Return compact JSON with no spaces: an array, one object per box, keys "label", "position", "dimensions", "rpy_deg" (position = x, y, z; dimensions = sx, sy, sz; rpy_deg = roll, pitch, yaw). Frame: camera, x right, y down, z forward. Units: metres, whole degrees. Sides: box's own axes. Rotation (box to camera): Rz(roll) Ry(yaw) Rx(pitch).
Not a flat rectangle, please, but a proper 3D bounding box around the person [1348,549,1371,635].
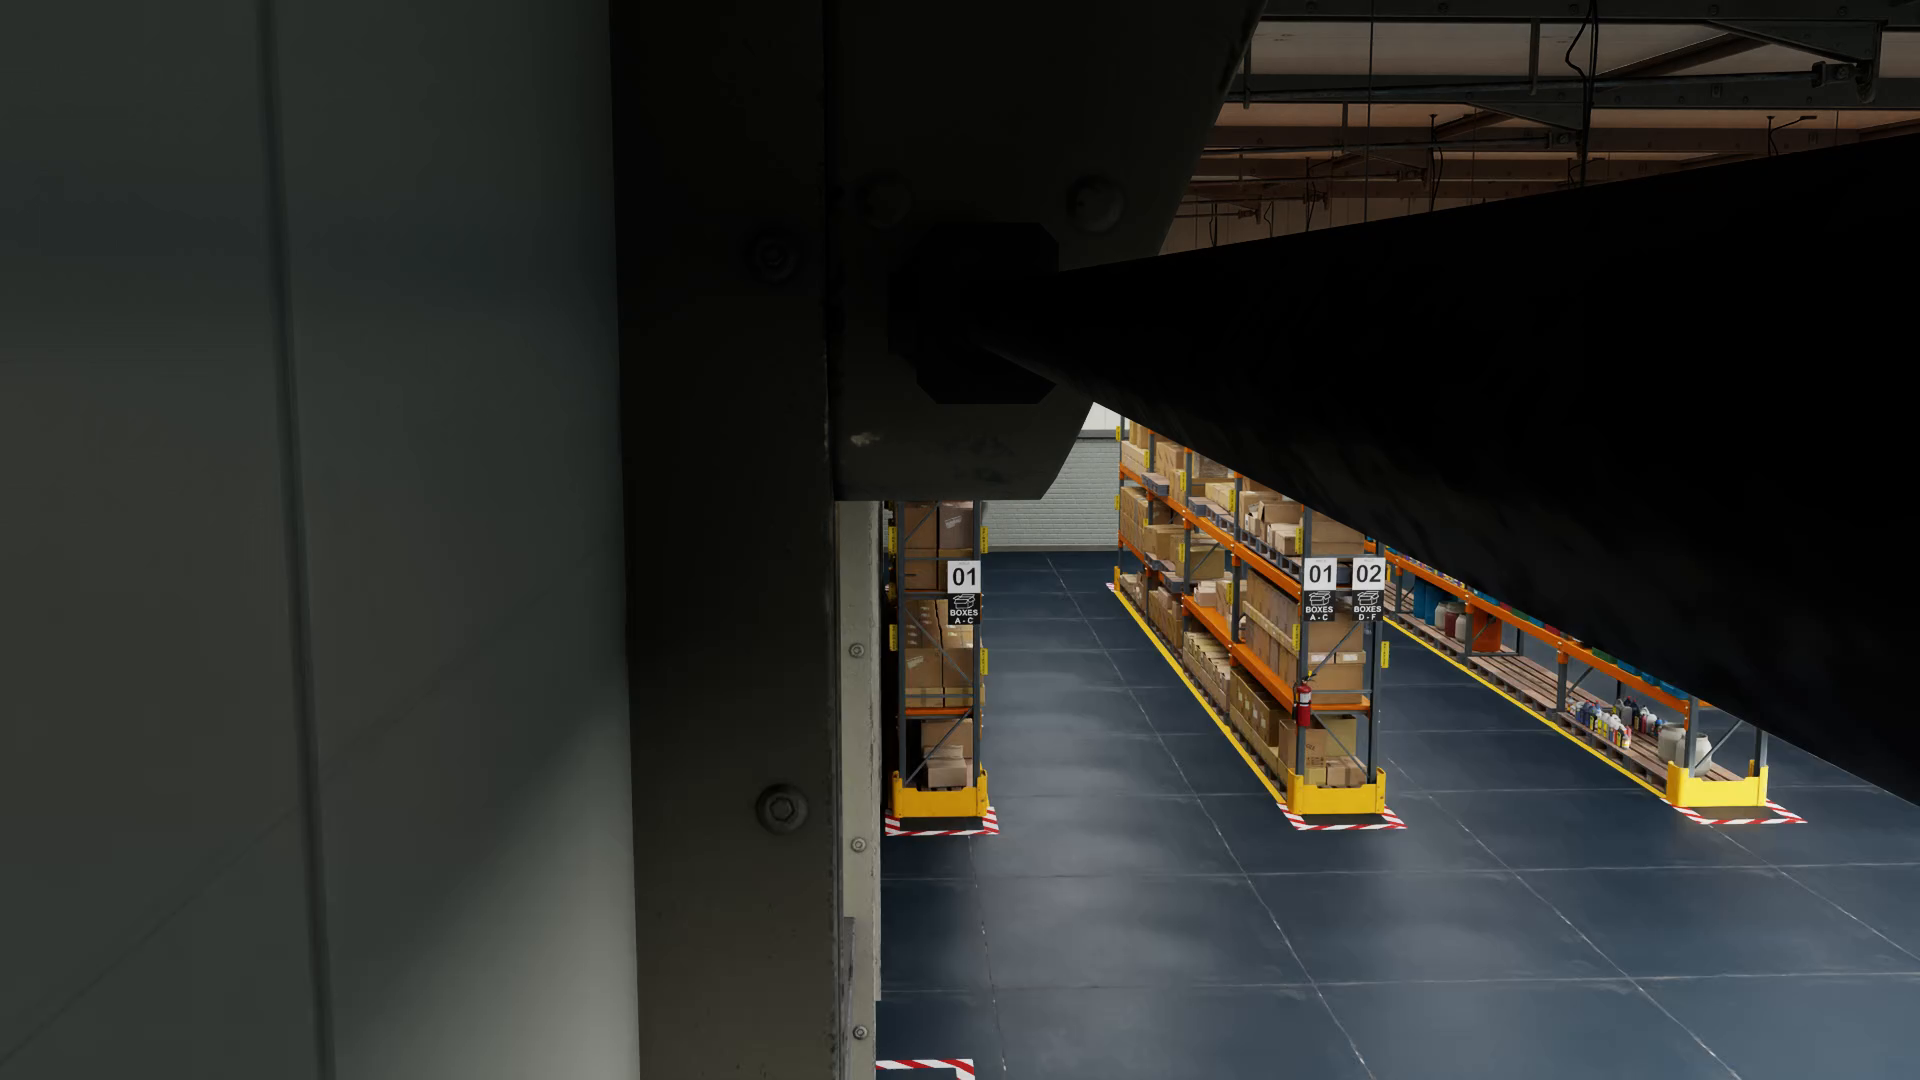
[{"label":"person","position":[7.646,0.963,31.745],"dimensions":[0.559,1.621,1.030],"rpy_deg":[0,8,0]}]
